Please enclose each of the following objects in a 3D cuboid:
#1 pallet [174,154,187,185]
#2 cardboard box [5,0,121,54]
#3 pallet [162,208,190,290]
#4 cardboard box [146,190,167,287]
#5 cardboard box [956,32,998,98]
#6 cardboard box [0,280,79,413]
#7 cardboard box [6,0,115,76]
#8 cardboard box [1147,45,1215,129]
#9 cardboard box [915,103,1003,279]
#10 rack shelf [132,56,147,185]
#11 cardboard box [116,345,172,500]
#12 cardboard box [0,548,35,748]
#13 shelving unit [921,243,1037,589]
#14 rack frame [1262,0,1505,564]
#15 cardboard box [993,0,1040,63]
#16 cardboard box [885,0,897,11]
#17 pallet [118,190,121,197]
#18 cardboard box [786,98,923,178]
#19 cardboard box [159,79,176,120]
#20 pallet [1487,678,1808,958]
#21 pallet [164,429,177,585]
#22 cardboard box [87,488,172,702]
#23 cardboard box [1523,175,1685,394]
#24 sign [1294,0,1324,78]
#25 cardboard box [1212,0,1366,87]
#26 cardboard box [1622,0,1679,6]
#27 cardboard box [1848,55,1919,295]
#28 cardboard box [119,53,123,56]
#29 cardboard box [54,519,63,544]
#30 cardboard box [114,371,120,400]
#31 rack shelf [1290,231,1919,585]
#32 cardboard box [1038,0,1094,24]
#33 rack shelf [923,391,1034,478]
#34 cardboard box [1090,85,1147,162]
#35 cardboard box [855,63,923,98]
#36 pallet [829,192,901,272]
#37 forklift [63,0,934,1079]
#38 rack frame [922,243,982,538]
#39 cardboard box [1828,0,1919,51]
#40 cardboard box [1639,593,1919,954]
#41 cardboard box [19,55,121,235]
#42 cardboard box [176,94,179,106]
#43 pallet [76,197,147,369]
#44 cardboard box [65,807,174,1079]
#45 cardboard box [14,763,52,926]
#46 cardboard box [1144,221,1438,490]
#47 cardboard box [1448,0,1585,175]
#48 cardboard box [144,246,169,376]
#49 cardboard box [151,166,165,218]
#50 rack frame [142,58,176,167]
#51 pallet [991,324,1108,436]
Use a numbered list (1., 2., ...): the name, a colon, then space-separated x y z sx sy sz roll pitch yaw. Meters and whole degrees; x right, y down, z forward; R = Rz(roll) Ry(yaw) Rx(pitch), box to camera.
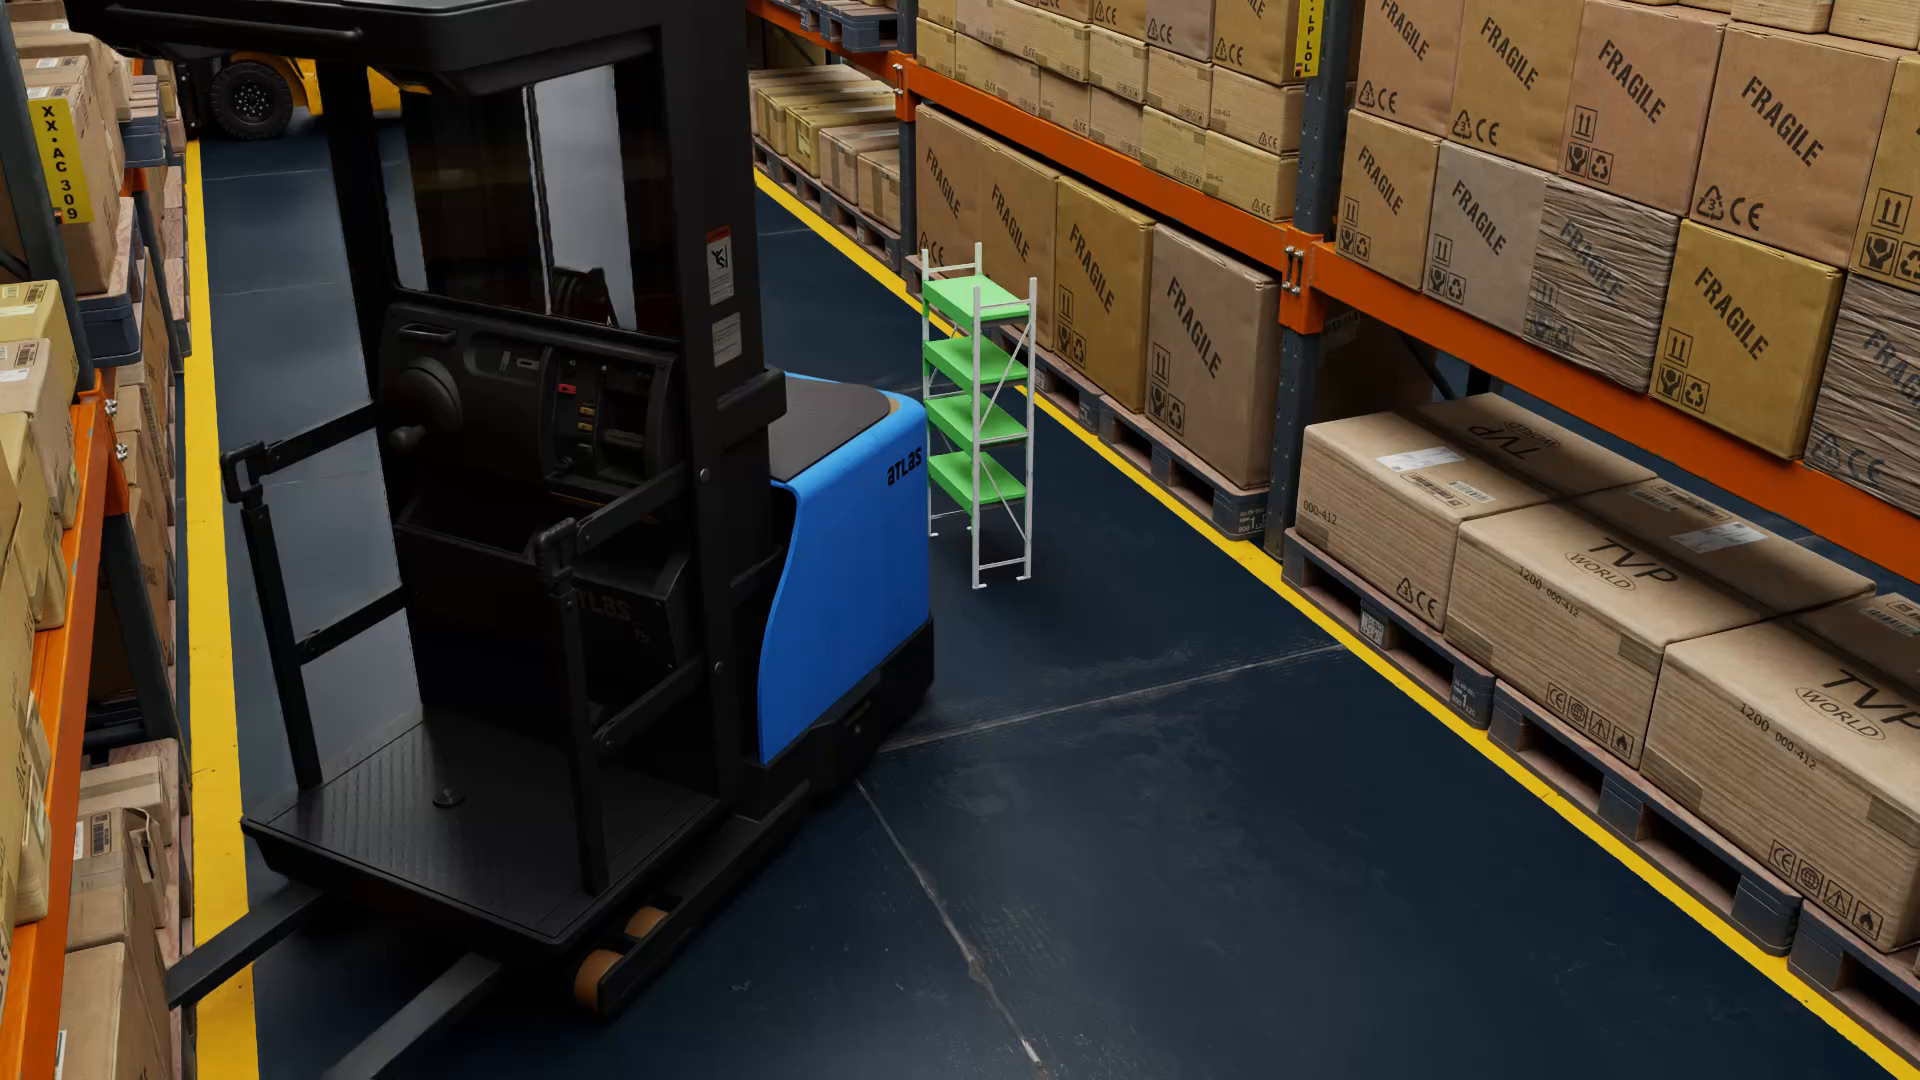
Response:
1. pallet: -6.275 -2.816 12.276 1.003 0.211 1.213 -11 28 -21
2. cardboard box: -4.361 -2.508 8.070 0.500 0.250 0.500 -11 28 -21
3. pallet: -5.196 -1.704 9.998 1.003 0.211 1.213 -11 28 -21
4. cardboard box: -4.667 -1.502 8.634 0.875 0.625 0.625 -10 28 -19
5. cardboard box: 0.308 -2.468 8.556 0.500 0.250 0.500 -11 28 -22
6. cardboard box: -2.445 -0.414 4.010 0.500 0.250 0.500 -10 28 -19
7. cardboard box: -3.626 -1.734 6.286 0.797 0.503 0.637 -11 28 -22
8. cardboard box: 1.098 -1.859 6.740 0.500 0.250 0.500 -10 28 -19
9. cardboard box: 0.324 -1.921 9.209 0.875 0.875 0.875 -11 28 -21
10. rack shelf: -5.219 -2.610 9.497 1.077 0.370 4.000 -11 28 -21
11. cardboard box: -3.458 -0.436 6.595 0.500 0.500 0.500 -12 28 -22
12. cardboard box: -1.851 0.198 2.758 0.500 0.250 0.500 -11 28 -22
13. shelving unit: 0.065 -0.472 6.350 0.258 1.200 0.503 -11 28 -21
14. rack frame: 1.697 -1.365 6.128 1.000 3.000 0.127 -11 28 -21
15. cardboard box: 0.487 -2.478 8.008 0.500 0.250 0.500 -11 28 -21
16. cardboard box: -0.215 -3.148 9.586 0.380 0.149 0.250 -10 28 -19
17. pallet: -3.670 -1.255 6.121 1.003 0.211 1.213 -11 28 -21
18. cardboard box: -0.670 -2.821 11.626 0.950 0.372 0.625 -10 28 -19
19. cardboard box: -5.907 -3.167 11.902 0.500 0.250 0.500 -11 28 -21
20. pallet: 2.404 0.701 5.073 1.003 0.211 1.213 -11 28 -21
21. pallet: -3.704 -0.073 6.659 1.003 0.211 1.213 -11 28 -21
22. cardboard box: -2.851 0.190 5.313 0.500 0.500 0.500 -9 28 -18
23. cardboard box: 2.022 -0.770 4.794 0.500 0.500 0.500 -10 28 -20
24. sign: 1.201 -1.753 5.692 0.100 0.325 0.005 -11 28 -21
25. cardboard box: 1.291 -1.997 6.167 0.500 0.500 0.500 -10 28 -19
26. cardboard box: 1.954 -1.559 4.532 0.380 0.149 0.250 -11 28 -22
27. cardboard box: 2.433 -0.805 3.726 0.500 0.500 0.500 -11 28 -21
28. cardboard box: -4.384 -2.279 8.171 0.500 0.250 0.500 -10 28 -20
29. cardboard box: -2.188 0.000 3.618 0.380 0.149 0.250 -10 28 -19
30. cardboard box: -3.334 -0.575 6.139 0.380 0.149 0.250 -10 28 -19
31. rack shelf: 2.480 -0.235 4.632 1.077 0.370 4.000 -11 28 -21
32. cardboard box: 0.684 -2.619 7.441 0.500 0.500 0.500 -10 28 -20
33. rack shelf: 0.065 -0.415 6.378 0.258 0.148 0.480 -11 28 -21
34. cardboard box: 0.911 -1.848 7.288 0.500 0.250 0.500 -11 28 -22
35. cardboard box: -0.604 -4.139 14.655 0.500 0.500 0.500 8 27 15
36. pallet: -0.174 -2.043 10.693 1.003 0.211 1.213 -11 28 -21
37. forklift: -1.219 -0.325 4.075 1.130 2.935 3.031 13 29 25
38. rack frame: -0.031 -0.571 6.552 0.240 1.200 0.015 -11 28 -21
39. cardboard box: 2.303 -1.262 3.922 0.380 0.149 0.250 -10 28 -19
40. cardboard box: 2.547 0.595 4.554 0.875 0.438 0.875 -10 28 -19
41. cardboard box: -3.055 -1.187 5.170 0.700 0.500 0.500 -10 28 -20
42. cardboard box: -6.100 -3.148 12.434 0.500 0.250 0.500 -11 28 -22
43. pallet: -3.081 -0.766 5.119 1.003 0.211 1.213 -11 28 -21
44. cardboard box: -2.160 1.004 3.644 0.700 0.500 0.500 -12 28 -23
45. cardboard box: -1.638 0.508 2.576 0.380 0.149 0.250 -11 28 -22
46. cardboard box: 1.380 -0.836 6.986 0.875 0.875 0.875 -10 28 -19
47. cardboard box: 1.852 -1.421 4.987 0.500 0.500 0.500 -11 28 -21
48. cardboard box: -4.072 -1.057 7.867 0.500 0.500 0.500 -10 28 -19
49. cardboard box: -5.490 -2.339 10.349 0.875 0.625 0.625 -11 28 -21
50. rack frame: -6.002 -3.741 10.992 1.000 3.000 0.127 -11 28 -21
51. pallet: 0.844 -0.904 8.361 1.003 0.211 1.213 -11 28 -21
